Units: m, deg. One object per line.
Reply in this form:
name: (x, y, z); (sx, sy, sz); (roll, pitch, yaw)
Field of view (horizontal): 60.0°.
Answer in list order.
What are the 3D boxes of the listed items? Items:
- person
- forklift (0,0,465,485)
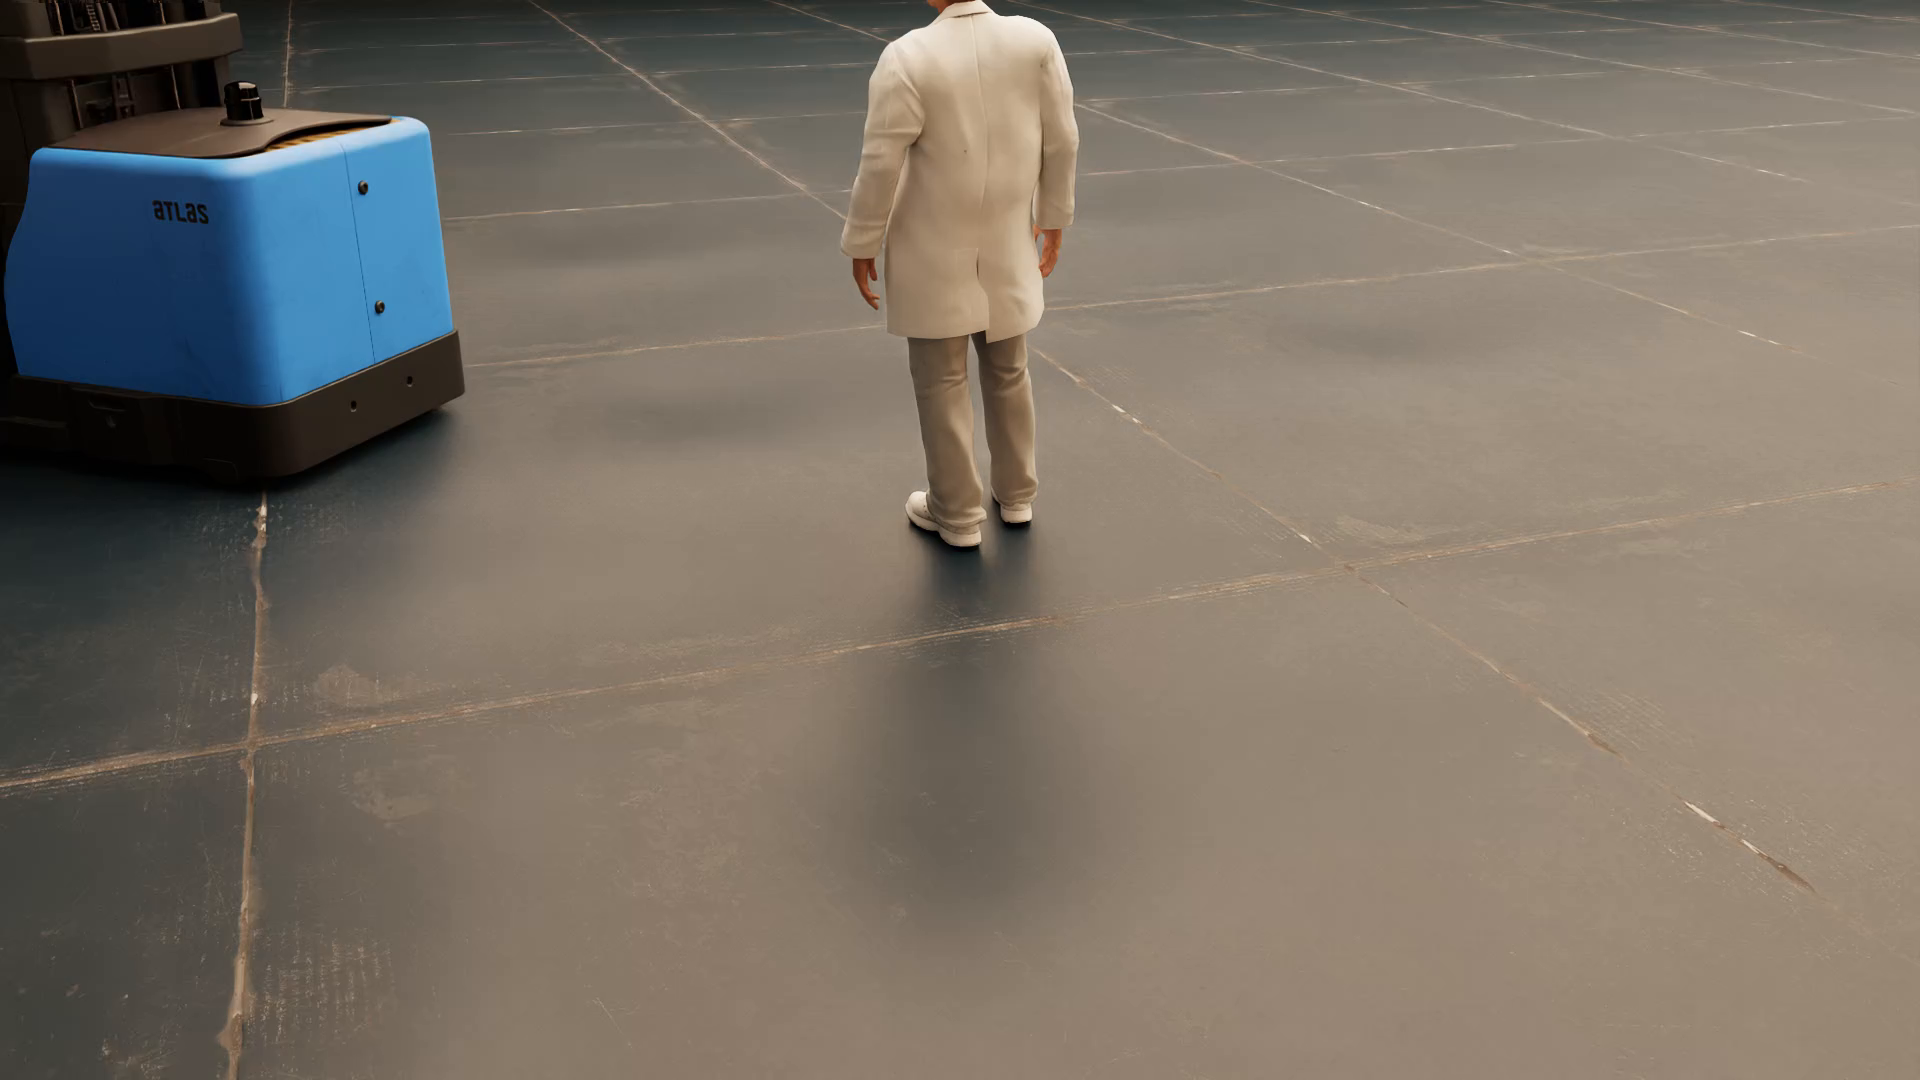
person: (-0.028, -0.861, 4.814); (0.698, 1.777, 0.574); (-8, 24, -18)
forklift: (-3.419, -1.867, 5.739); (3.031, 2.935, 1.130); (8, 24, 18)
